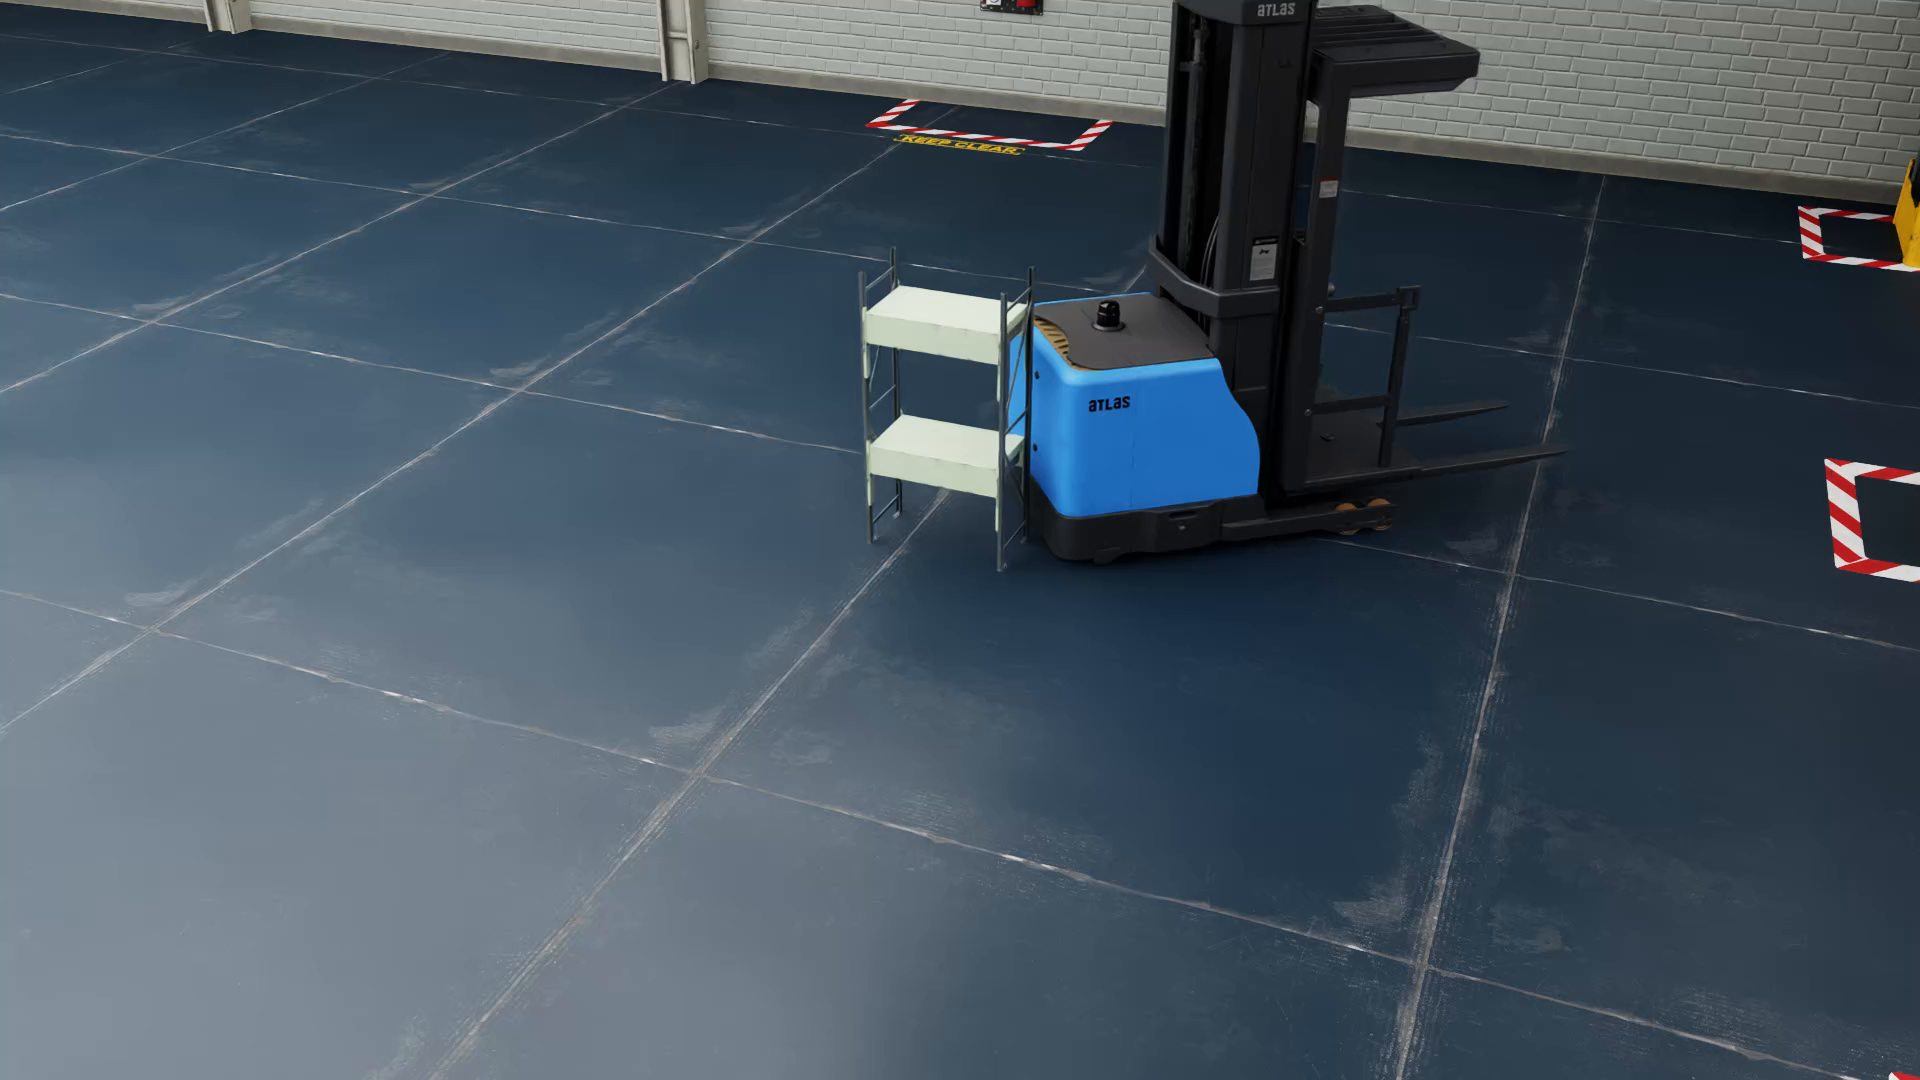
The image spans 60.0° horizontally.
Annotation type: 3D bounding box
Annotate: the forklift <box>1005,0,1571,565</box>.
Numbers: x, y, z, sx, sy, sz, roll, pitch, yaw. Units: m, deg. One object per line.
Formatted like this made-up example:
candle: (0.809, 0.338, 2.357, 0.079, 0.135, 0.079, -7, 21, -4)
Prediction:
forklift: (1.827, -1.543, 8.501, 3.031, 2.935, 1.130, -8, 30, -13)

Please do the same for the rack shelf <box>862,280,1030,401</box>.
rack shelf: (-0.062, -0.988, 8.180, 0.720, 0.370, 0.431, 12, 31, 20)

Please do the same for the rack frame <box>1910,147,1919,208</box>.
rack frame: (7.318, -3.587, 12.048, 0.127, 3.000, 1.000, 11, 31, 19)

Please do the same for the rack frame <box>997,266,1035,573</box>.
rack frame: (0.276, -0.578, 8.249, 0.023, 1.500, 0.400, 12, 31, 20)

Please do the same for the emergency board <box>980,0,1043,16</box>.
emergency board: (0.457, -5.437, 15.320, 0.643, 1.169, 0.194, 11, 31, 19)

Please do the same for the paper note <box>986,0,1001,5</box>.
paper note: (0.318, -5.117, 15.650, 0.142, 0.148, 0.016, 11, 31, 19)

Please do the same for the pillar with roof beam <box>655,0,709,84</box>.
pillar with roof beam: (-4.446, -6.721, 11.495, 0.400, 9.000, 9.100, 11, 31, 19)

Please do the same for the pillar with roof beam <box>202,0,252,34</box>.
pillar with roof beam: (-10.006, -7.831, 13.459, 0.400, 9.000, 9.100, 11, 31, 19)

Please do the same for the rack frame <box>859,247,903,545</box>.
rack frame: (-0.400, -0.717, 8.495, 0.023, 1.500, 0.400, 12, 31, 20)

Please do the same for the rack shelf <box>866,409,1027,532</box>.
rack shelf: (-0.062, -0.364, 8.533, 0.720, 0.370, 0.431, 12, 31, 20)

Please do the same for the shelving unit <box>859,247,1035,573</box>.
shelving unit: (-0.062, -0.648, 8.372, 0.755, 1.500, 0.431, 12, 31, 20)

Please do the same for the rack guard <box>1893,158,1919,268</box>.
rack guard: (7.388, -2.485, 12.638, 0.348, 0.500, 1.175, 11, 31, 19)
